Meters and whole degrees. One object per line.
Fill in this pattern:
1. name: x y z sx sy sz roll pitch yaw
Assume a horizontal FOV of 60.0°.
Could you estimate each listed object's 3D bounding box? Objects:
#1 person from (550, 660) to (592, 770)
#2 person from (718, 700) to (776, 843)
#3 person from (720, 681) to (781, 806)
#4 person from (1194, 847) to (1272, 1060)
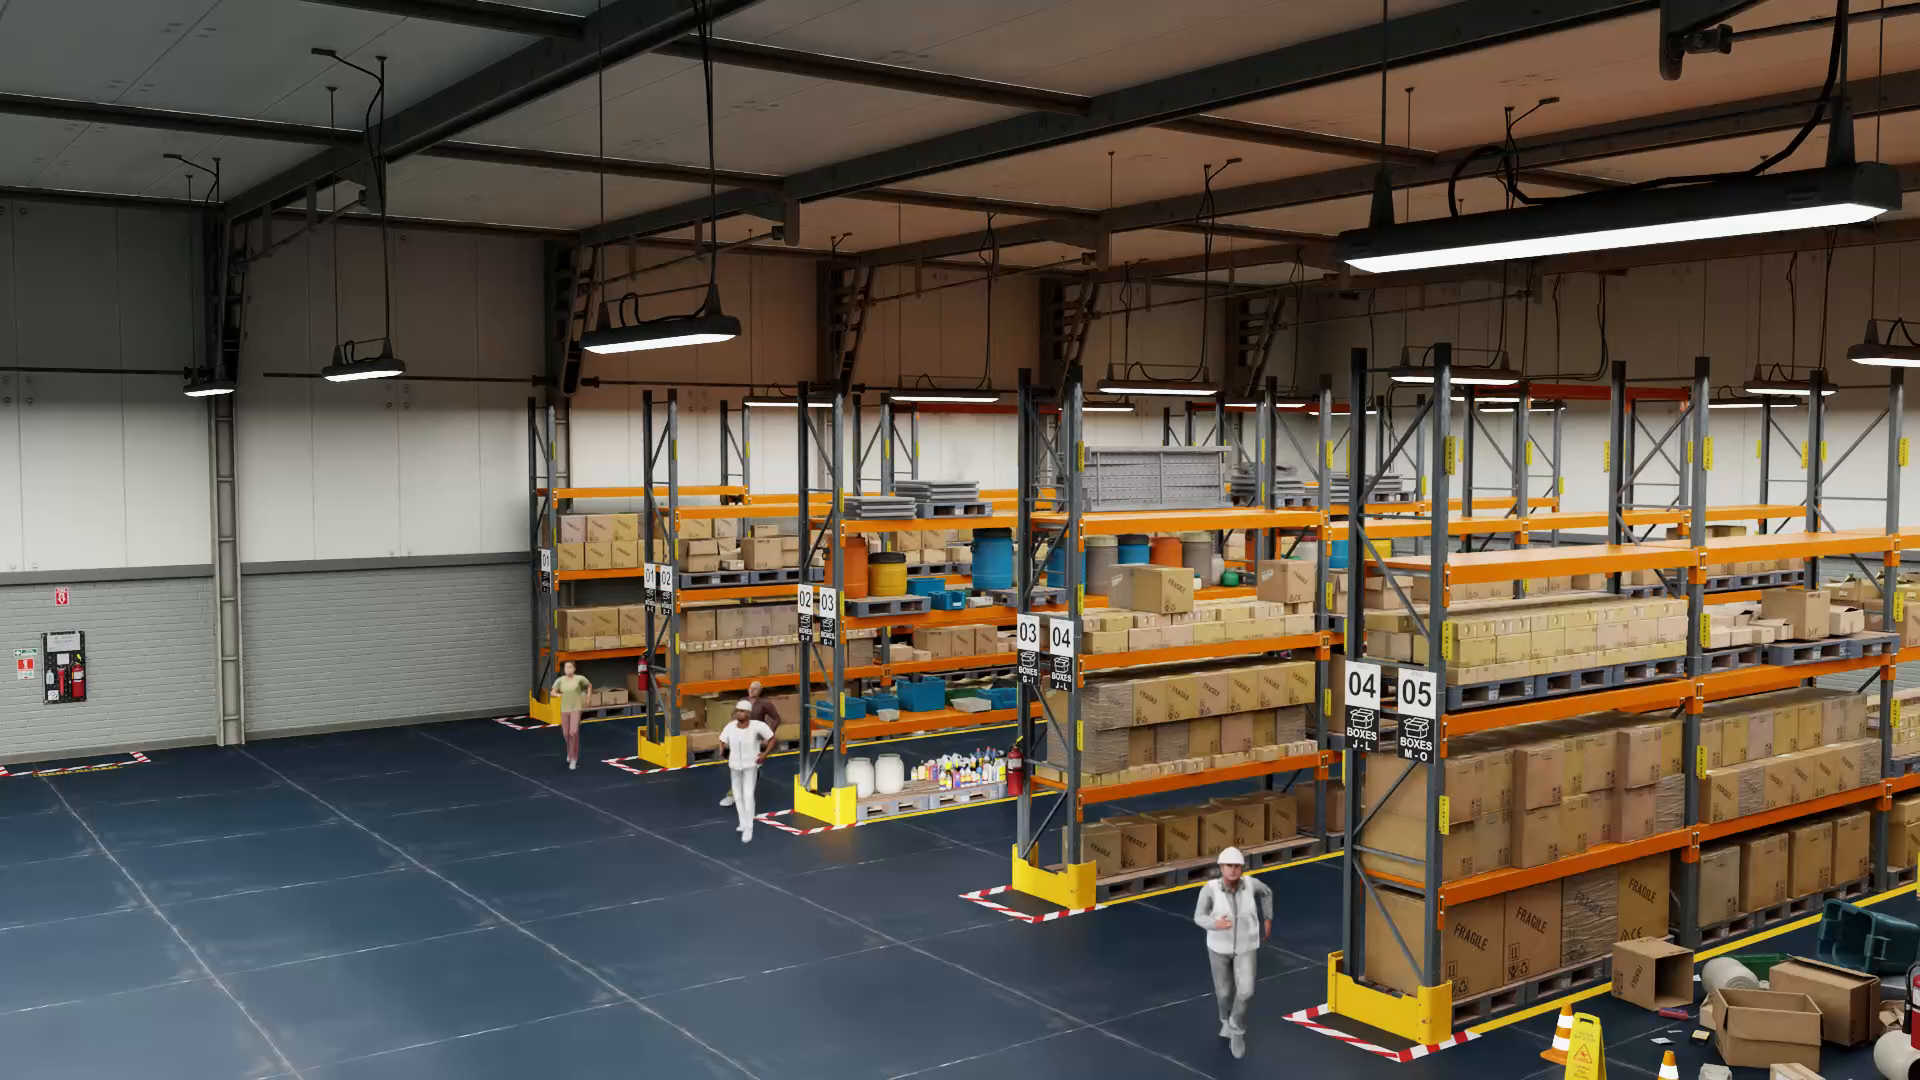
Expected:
1. person: -6.204 2.761 26.517 0.601 1.735 0.757 0 3 1
2. person: -2.833 2.986 21.713 0.757 1.786 0.716 1 3 14
3. person: -2.991 2.880 23.791 0.775 1.735 0.991 2 4 30
4. person: 2.309 3.452 14.036 0.681 1.777 0.817 0 3 4
